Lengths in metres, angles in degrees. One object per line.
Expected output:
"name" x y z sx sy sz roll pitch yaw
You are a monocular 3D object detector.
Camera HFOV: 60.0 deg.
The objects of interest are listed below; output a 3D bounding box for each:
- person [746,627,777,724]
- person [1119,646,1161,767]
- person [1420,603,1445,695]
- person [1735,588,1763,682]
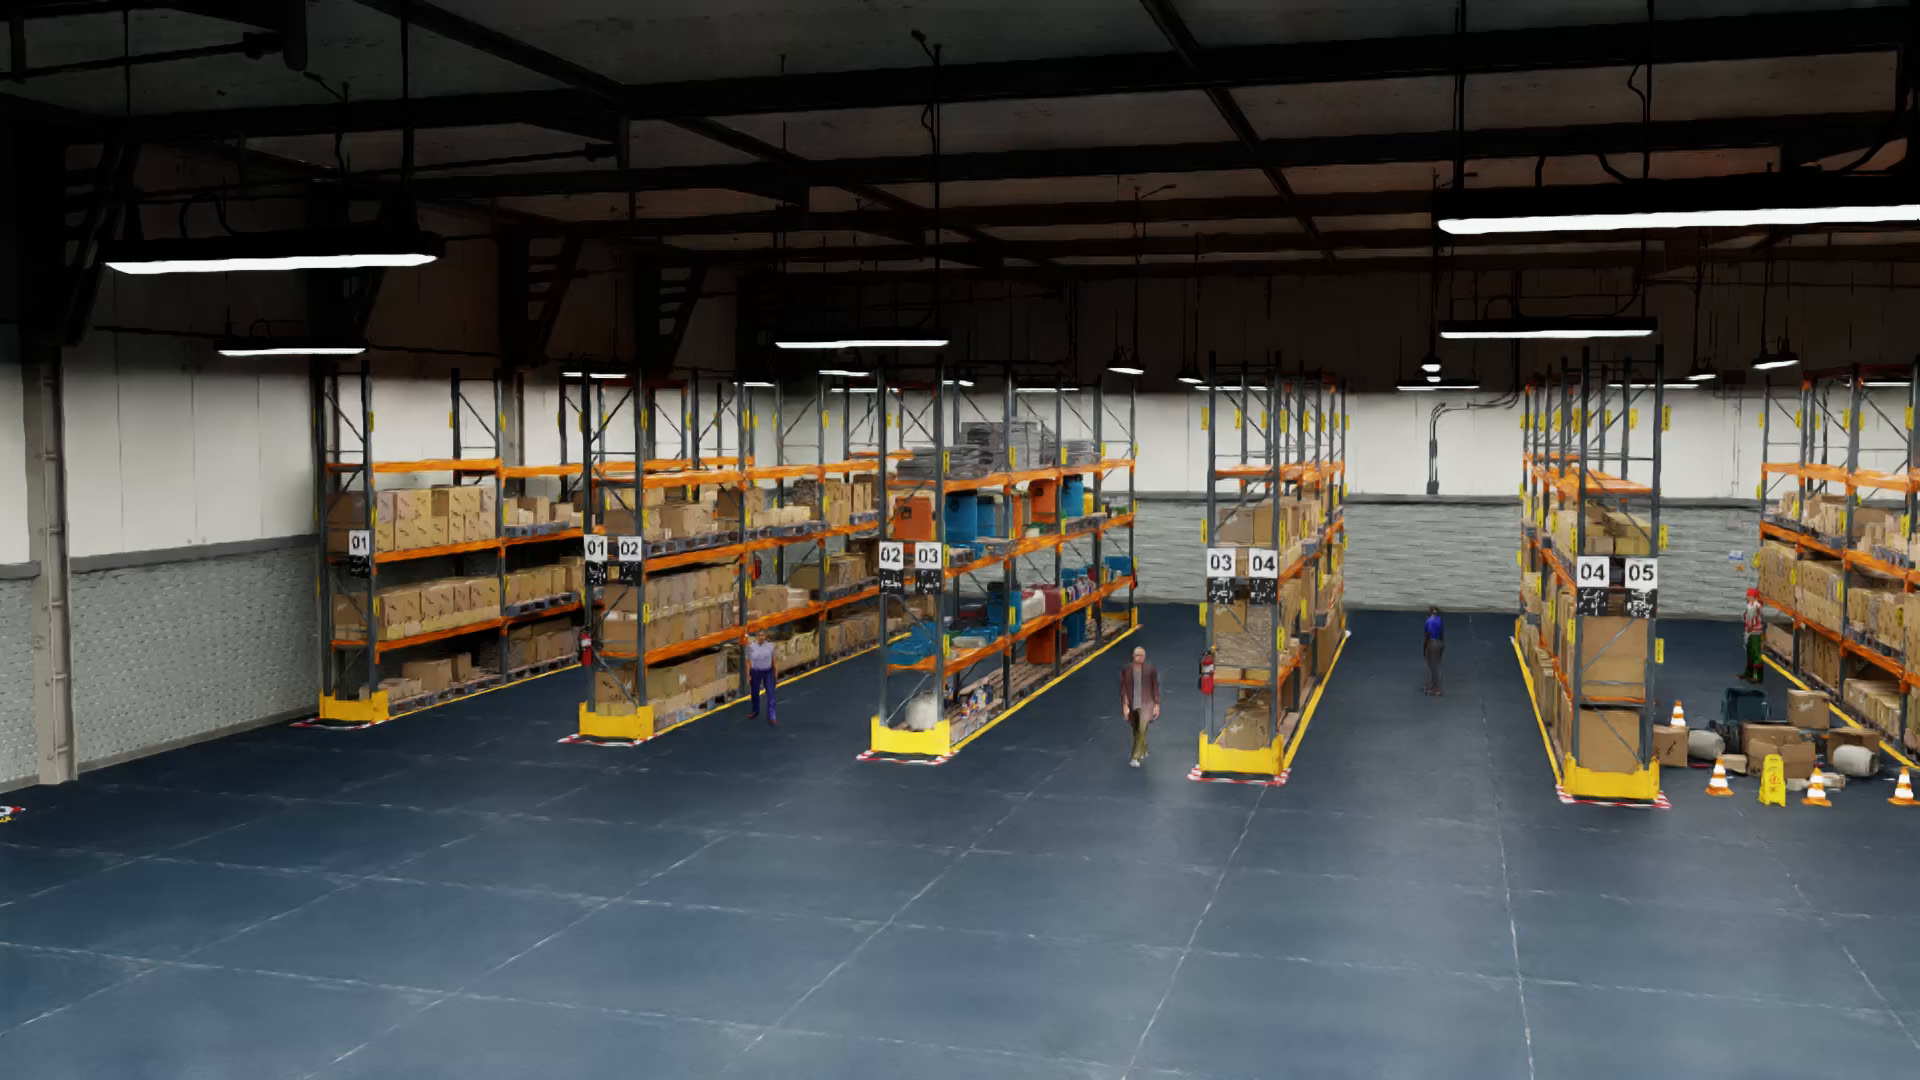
"person" -3.304 2.234 27.668 0.518 1.598 0.942 -1 4 -7
"person" 2.595 2.394 24.159 0.588 1.708 1.128 2 4 21
"person" 8.664 1.983 30.516 0.551 1.653 0.573 4 6 44
"person" 15.218 1.806 32.016 0.550 1.787 0.628 3 5 34
